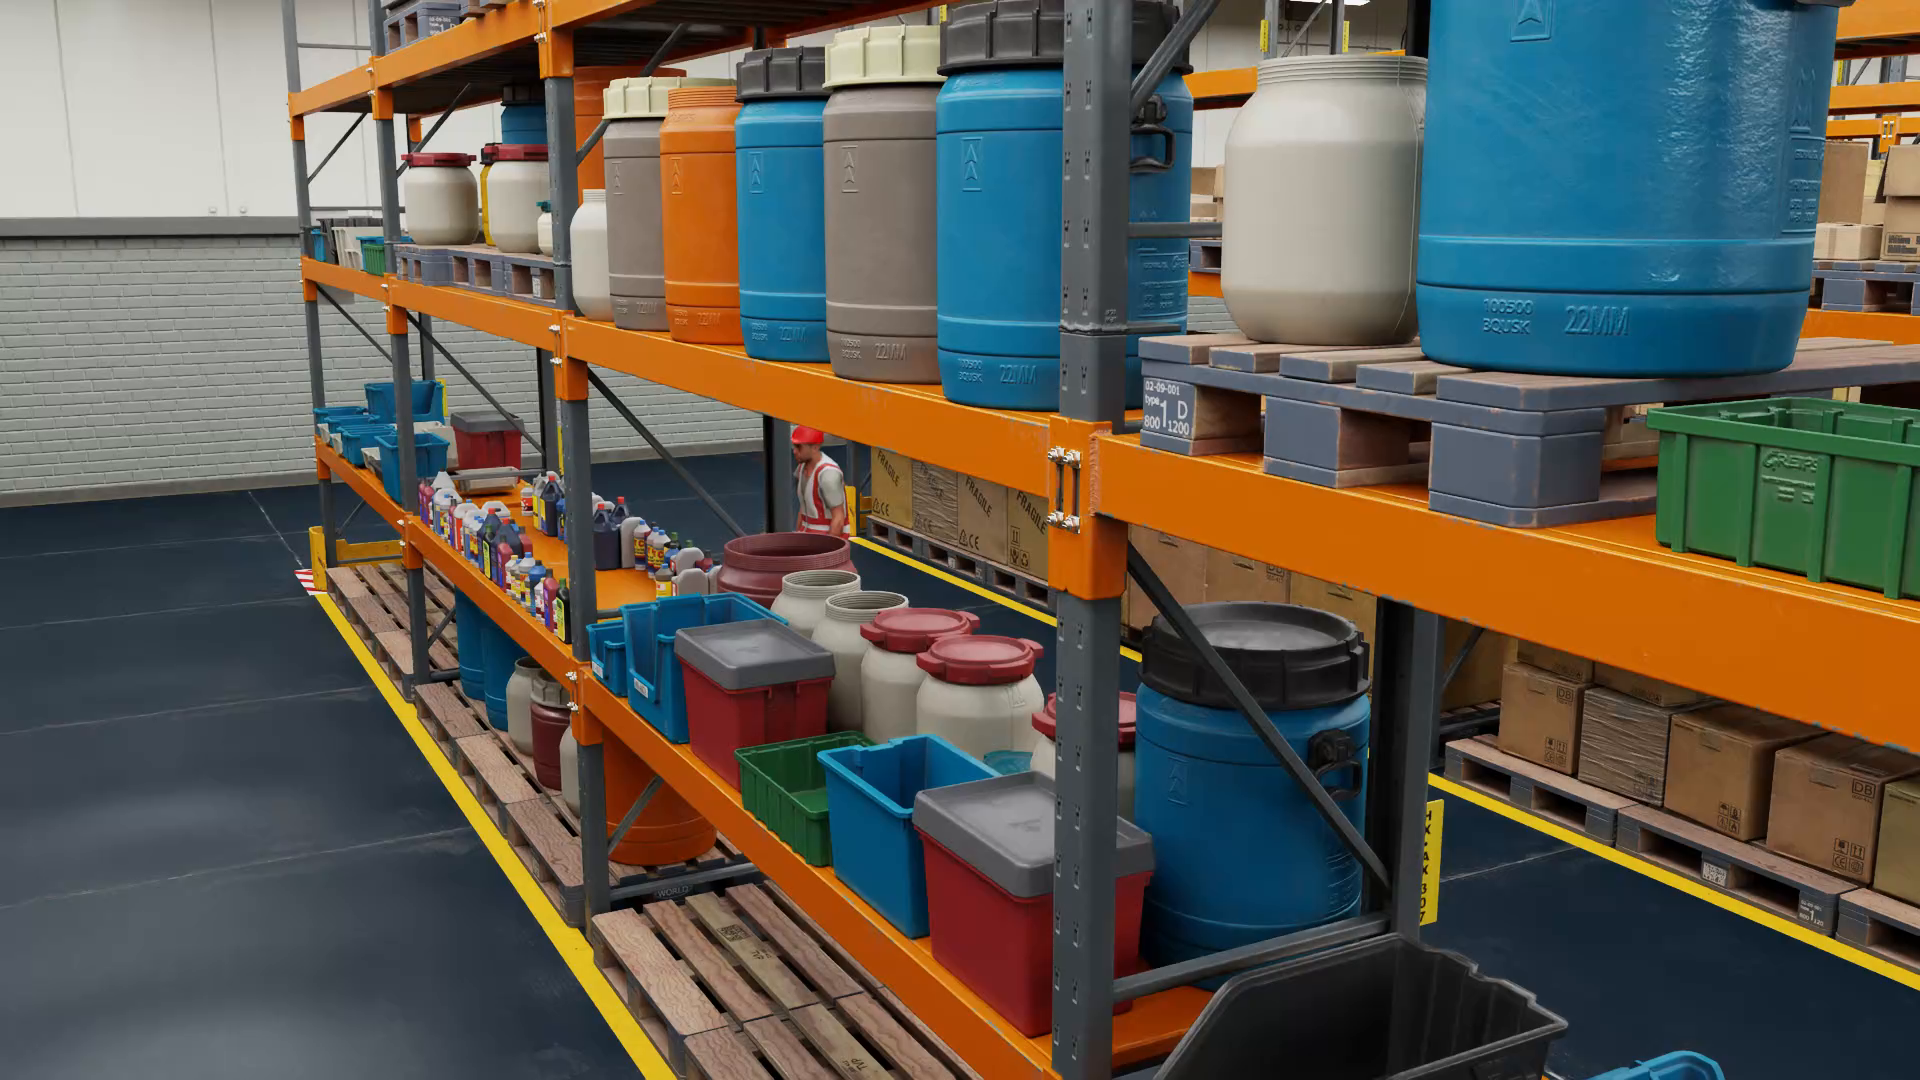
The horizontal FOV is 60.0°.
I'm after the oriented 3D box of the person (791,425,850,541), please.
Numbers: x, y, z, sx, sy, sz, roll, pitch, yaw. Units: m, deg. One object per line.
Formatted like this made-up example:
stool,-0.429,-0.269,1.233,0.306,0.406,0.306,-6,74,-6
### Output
person,-1.017,0.047,11.683,0.449,1.778,0.595,-7,13,-30
